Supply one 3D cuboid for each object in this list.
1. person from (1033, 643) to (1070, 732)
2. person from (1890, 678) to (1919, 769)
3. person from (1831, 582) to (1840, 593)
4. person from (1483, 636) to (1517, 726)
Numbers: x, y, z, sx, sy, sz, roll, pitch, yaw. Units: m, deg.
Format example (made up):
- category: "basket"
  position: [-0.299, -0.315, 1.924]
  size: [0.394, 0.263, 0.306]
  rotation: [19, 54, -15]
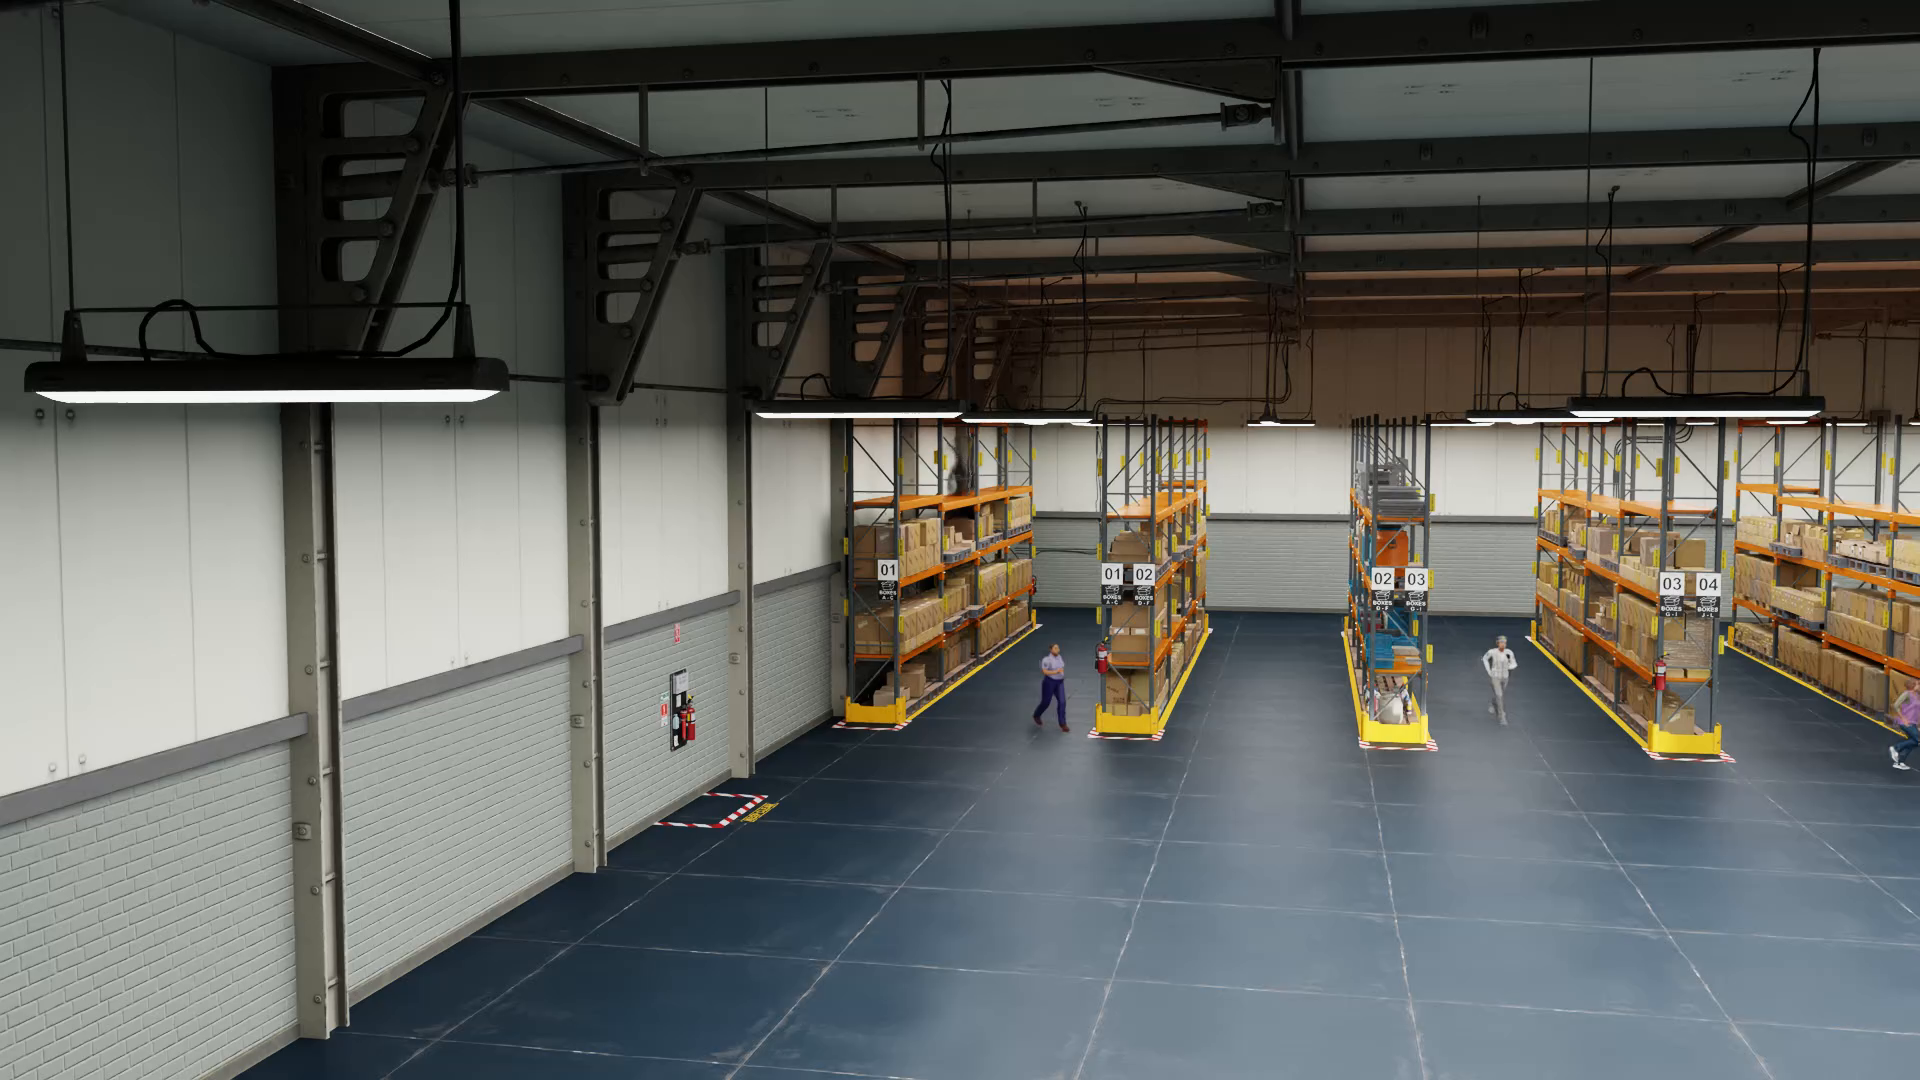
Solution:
- category: "person"
  position: [1.752, 2.769, 31.652]
  size: [0.598, 1.652, 0.933]
  rotation: [-3, 5, -36]
- category: "person"
  position: [16.028, 3.098, 28.052]
  size: [0.531, 1.536, 0.499]
  rotation: [-3, 5, -38]
- category: "person"
  position: [22.654, 1.995, 43.088]
  size: [0.674, 1.823, 0.836]
  rotation: [0, 4, 1]
- category: "person"
  position: [10.584, 2.726, 32.591]
  size: [0.567, 1.746, 0.967]
  rotation: [0, 4, -7]
